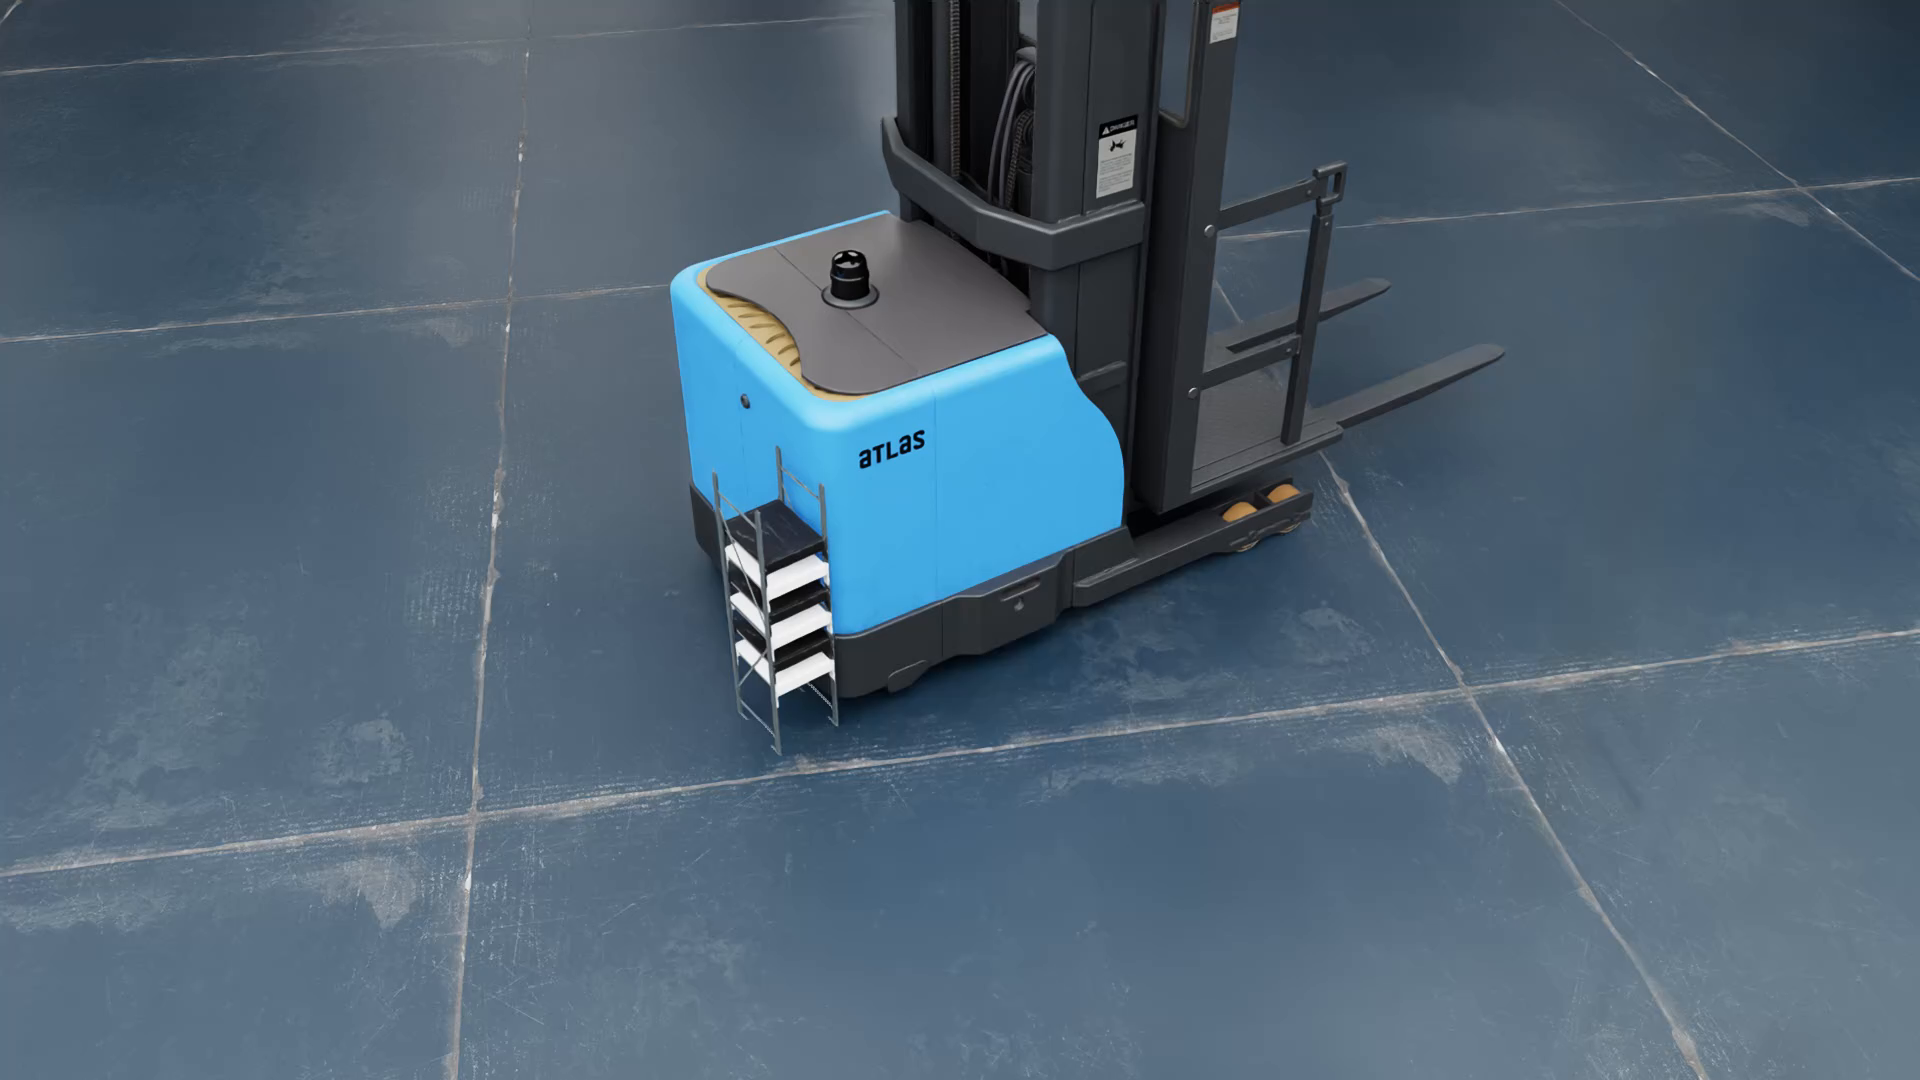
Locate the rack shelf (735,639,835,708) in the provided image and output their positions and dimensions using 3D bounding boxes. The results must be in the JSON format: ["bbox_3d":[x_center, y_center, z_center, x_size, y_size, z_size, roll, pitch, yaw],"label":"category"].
[{"bbox_3d":[-0.522,0.358,4.903,0.200,0.077,0.258,-25,44,-29],"label":"rack shelf"}]

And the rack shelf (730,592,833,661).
[{"bbox_3d":[-0.521,0.215,4.793,0.200,0.077,0.258,-25,44,-29],"label":"rack shelf"}]

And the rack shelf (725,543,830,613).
[{"bbox_3d":[-0.521,0.073,4.683,0.200,0.077,0.258,-25,44,-29],"label":"rack shelf"}]

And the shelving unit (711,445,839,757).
[{"bbox_3d":[-0.521,0.189,4.773,0.210,0.900,0.258,-25,44,-29],"label":"shelving unit"}]

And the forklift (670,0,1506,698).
[{"bbox_3d":[0.620,-1.370,5.125,3.031,2.935,1.130,-21,43,-25],"label":"forklift"}]

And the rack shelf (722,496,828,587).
[{"bbox_3d":[-0.521,0.002,4.628,0.200,0.077,0.258,-25,44,-29],"label":"rack shelf"}]

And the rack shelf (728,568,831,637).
[{"bbox_3d":[-0.521,0.144,4.738,0.200,0.077,0.258,-25,44,-29],"label":"rack shelf"}]

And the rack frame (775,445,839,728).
[{"bbox_3d":[-0.440,0.151,4.821,0.006,0.900,0.240,-25,44,-29],"label":"rack frame"}]

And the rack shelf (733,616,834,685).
[{"bbox_3d":[-0.521,0.286,4.848,0.200,0.077,0.258,-25,44,-29],"label":"rack shelf"}]

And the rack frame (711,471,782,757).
[{"bbox_3d":[-0.602,0.226,4.724,0.006,0.900,0.240,-25,44,-29],"label":"rack frame"}]
